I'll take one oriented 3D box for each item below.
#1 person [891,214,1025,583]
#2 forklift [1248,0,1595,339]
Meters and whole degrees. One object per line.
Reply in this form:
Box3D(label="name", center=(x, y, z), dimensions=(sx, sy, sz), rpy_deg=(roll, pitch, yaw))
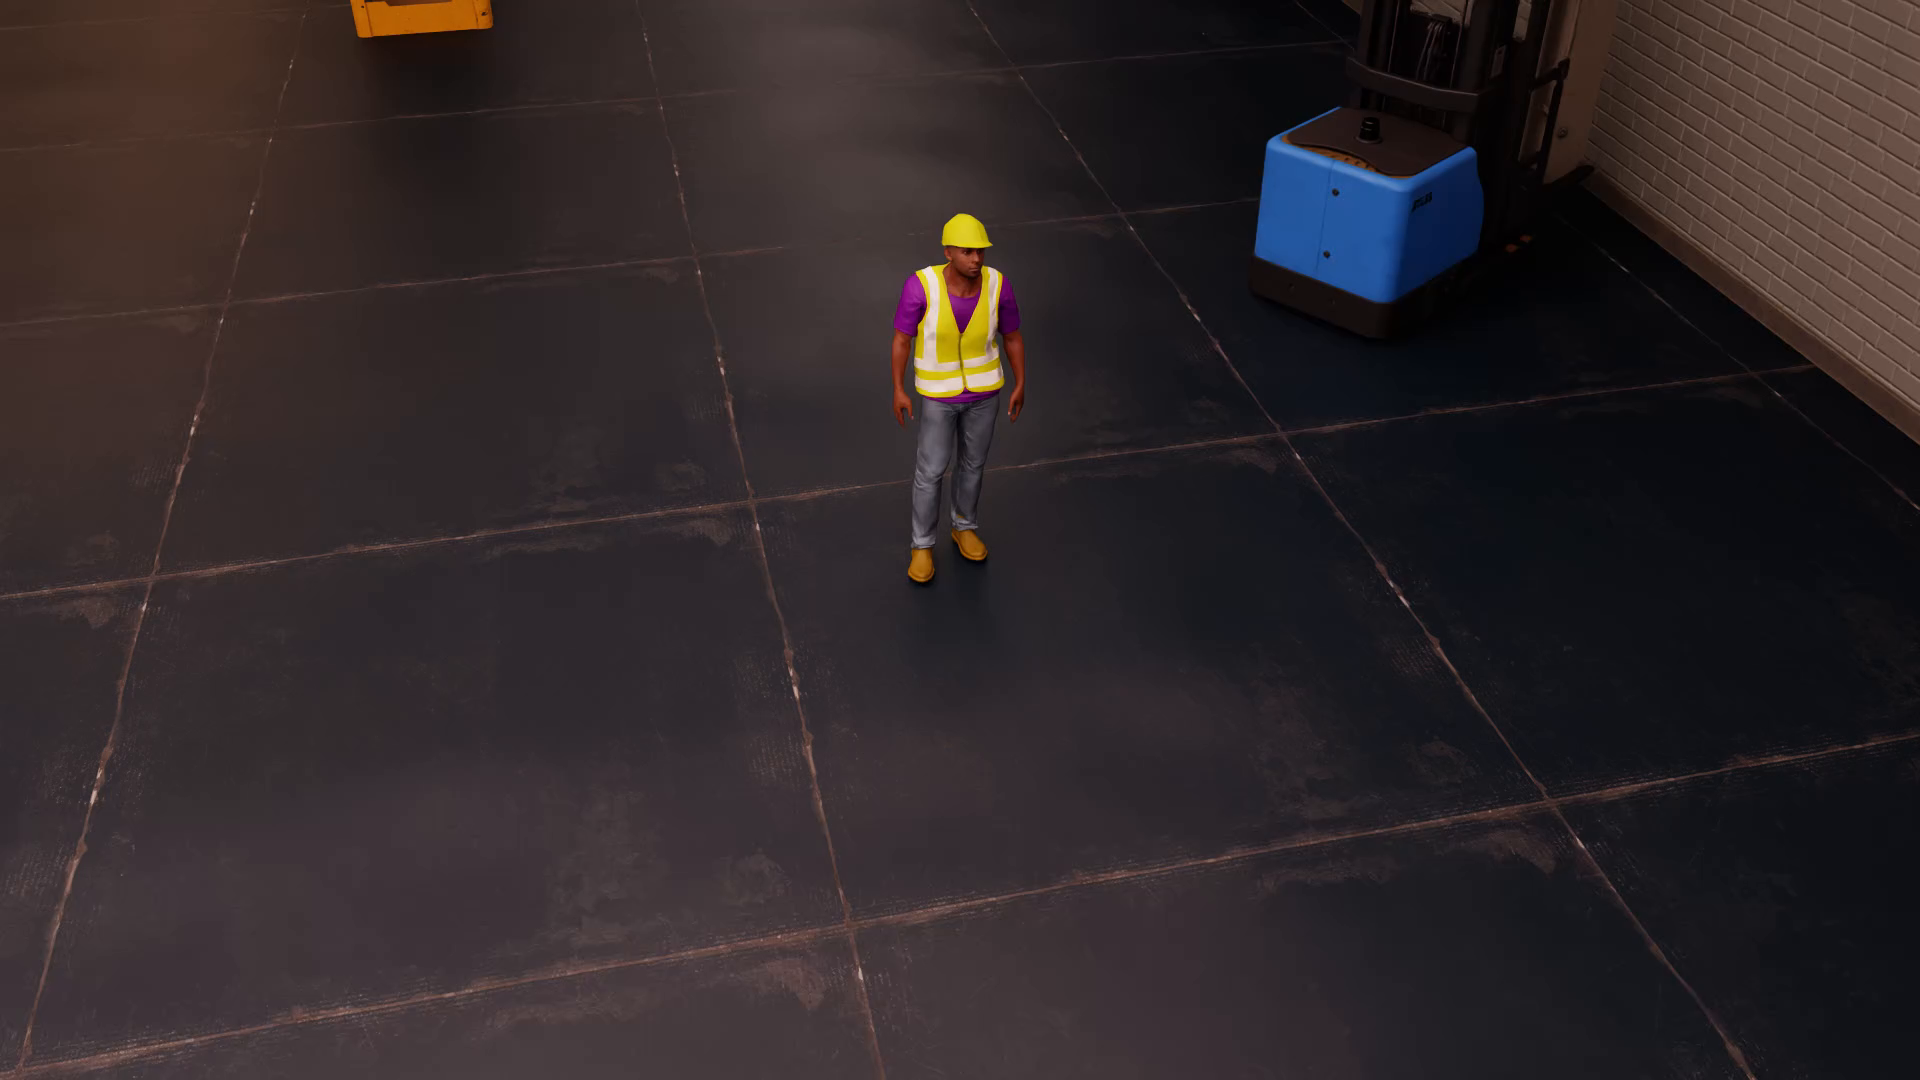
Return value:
Box3D(label="person", center=(0.011, -0.682, 7.983), dimensions=(0.666, 1.768, 0.575), rpy_deg=(-8, 36, -11))
Box3D(label="forklift", center=(3.242, -3.174, 10.461), dimensions=(1.130, 2.935, 3.031), rpy_deg=(30, 45, 35))
